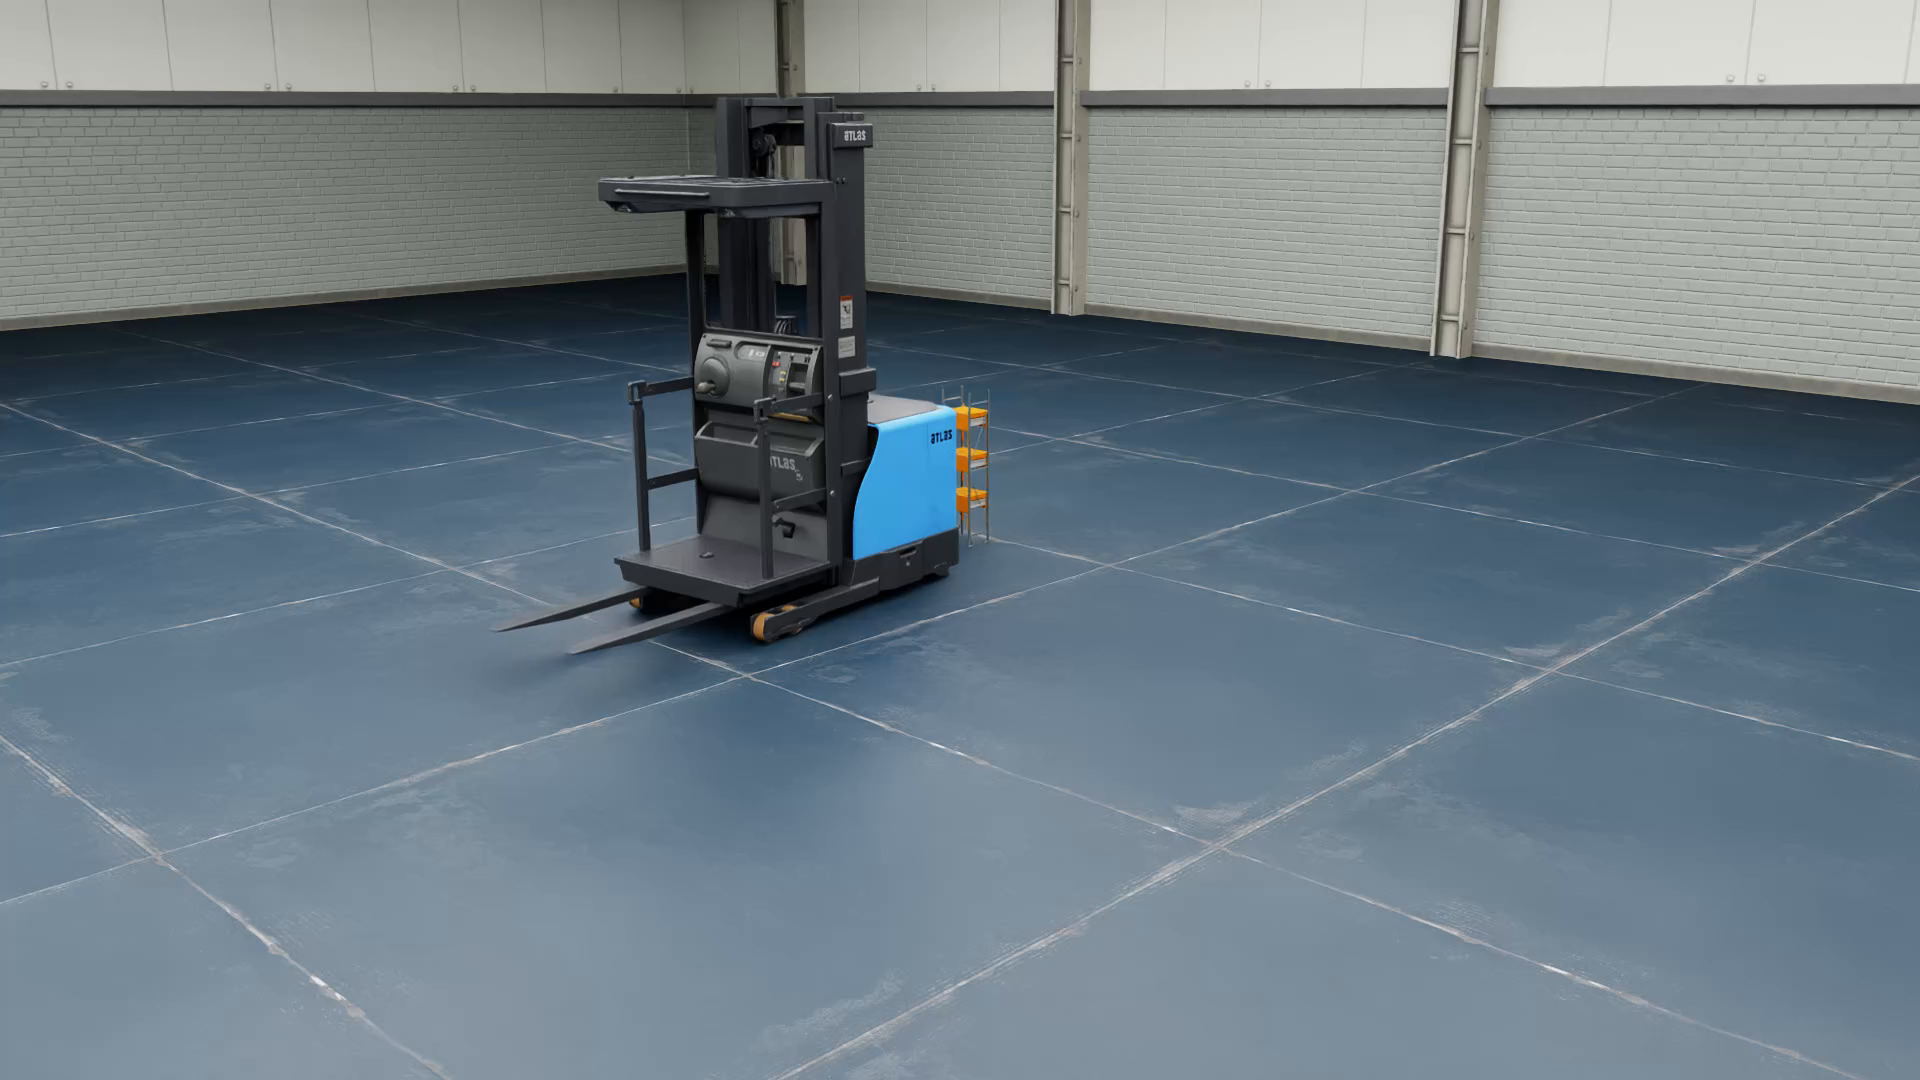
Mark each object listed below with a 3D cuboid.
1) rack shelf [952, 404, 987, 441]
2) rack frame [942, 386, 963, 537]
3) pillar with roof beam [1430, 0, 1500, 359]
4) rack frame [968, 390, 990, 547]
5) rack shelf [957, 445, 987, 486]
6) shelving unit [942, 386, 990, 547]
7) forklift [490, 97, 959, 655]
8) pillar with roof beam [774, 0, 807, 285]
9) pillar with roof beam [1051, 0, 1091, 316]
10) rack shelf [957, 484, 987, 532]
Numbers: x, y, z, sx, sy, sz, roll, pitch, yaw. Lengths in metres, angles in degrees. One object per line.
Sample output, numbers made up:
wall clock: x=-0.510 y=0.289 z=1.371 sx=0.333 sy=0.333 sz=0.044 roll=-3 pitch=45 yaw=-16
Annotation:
rack shelf: x=0.039 y=-0.763 z=11.195 sx=0.240 sy=0.259 sz=0.215 roll=14 pitch=20 yaw=42
rack frame: x=-0.049 y=-0.520 z=11.346 sx=0.008 sy=1.050 sz=0.200 roll=14 pitch=20 yaw=42
pillar with roof beam: x=2.887 y=-5.780 z=15.769 sx=0.400 sy=9.000 sz=9.100 roll=14 pitch=20 yaw=42
rack frame: x=0.126 y=-0.477 z=11.182 sx=0.008 sy=1.050 sz=0.200 roll=14 pitch=20 yaw=42
rack shelf: x=0.039 y=-0.488 z=11.266 sx=0.240 sy=0.259 sz=0.215 roll=14 pitch=20 yaw=42
shelving unit: x=0.039 y=-0.499 z=11.264 sx=0.252 sy=1.050 sz=0.215 roll=14 pitch=20 yaw=42
forklift: x=-1.296 y=-0.987 z=9.406 sx=1.130 sy=2.935 sz=3.031 roll=11 pitch=18 yaw=36
pillar with roof beam: x=-5.752 y=-7.880 z=23.829 sx=0.400 sy=9.000 sz=9.100 roll=14 pitch=20 yaw=42
pillar with roof beam: x=-1.432 y=-6.830 z=19.799 sx=0.400 sy=9.000 sz=9.100 roll=14 pitch=20 yaw=42
rack shelf: x=0.039 y=-0.219 z=11.337 sx=0.240 sy=0.259 sz=0.215 roll=14 pitch=20 yaw=42
